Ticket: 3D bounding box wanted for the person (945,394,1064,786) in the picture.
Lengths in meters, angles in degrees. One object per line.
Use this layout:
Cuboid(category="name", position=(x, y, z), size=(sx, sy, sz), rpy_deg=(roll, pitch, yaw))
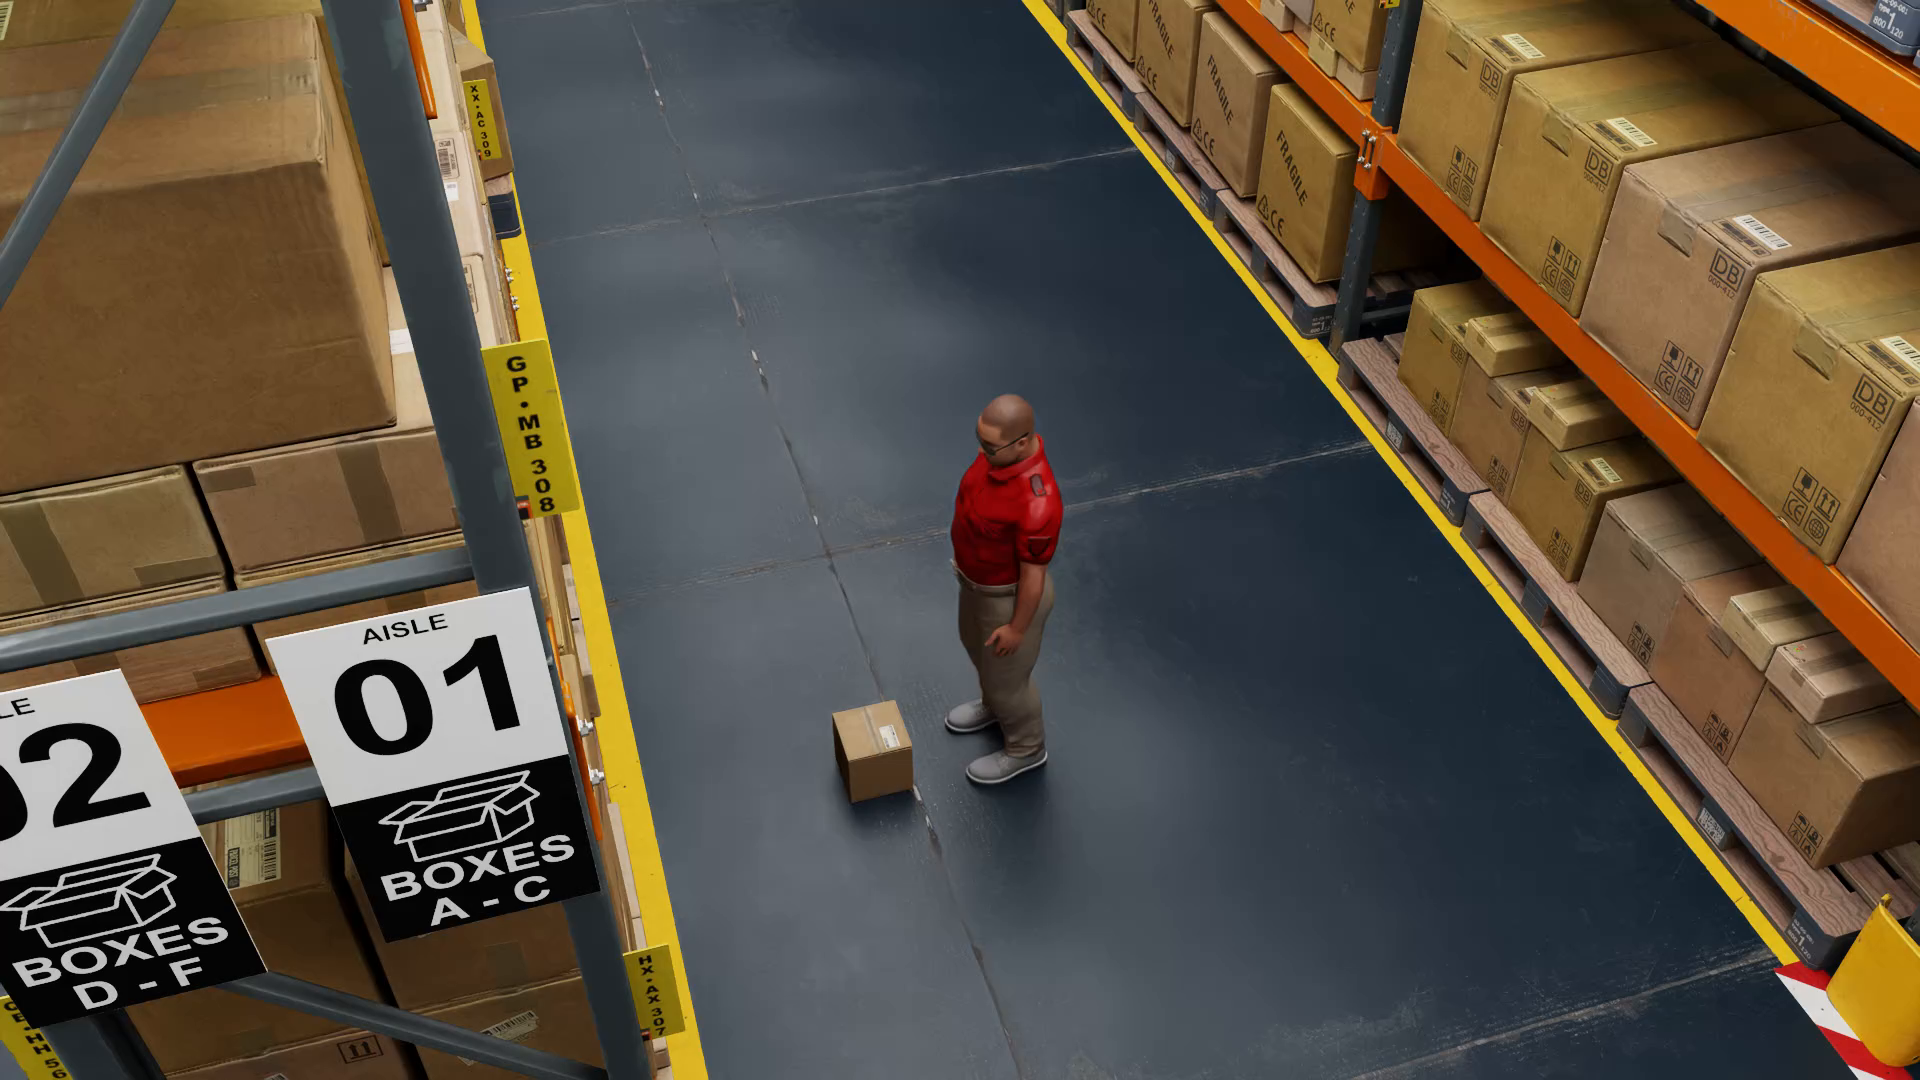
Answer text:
Cuboid(category="person", position=(0.152, 0.180, 5.982), size=(0.351, 1.721, 0.530), rpy_deg=(-11, 43, -12))
